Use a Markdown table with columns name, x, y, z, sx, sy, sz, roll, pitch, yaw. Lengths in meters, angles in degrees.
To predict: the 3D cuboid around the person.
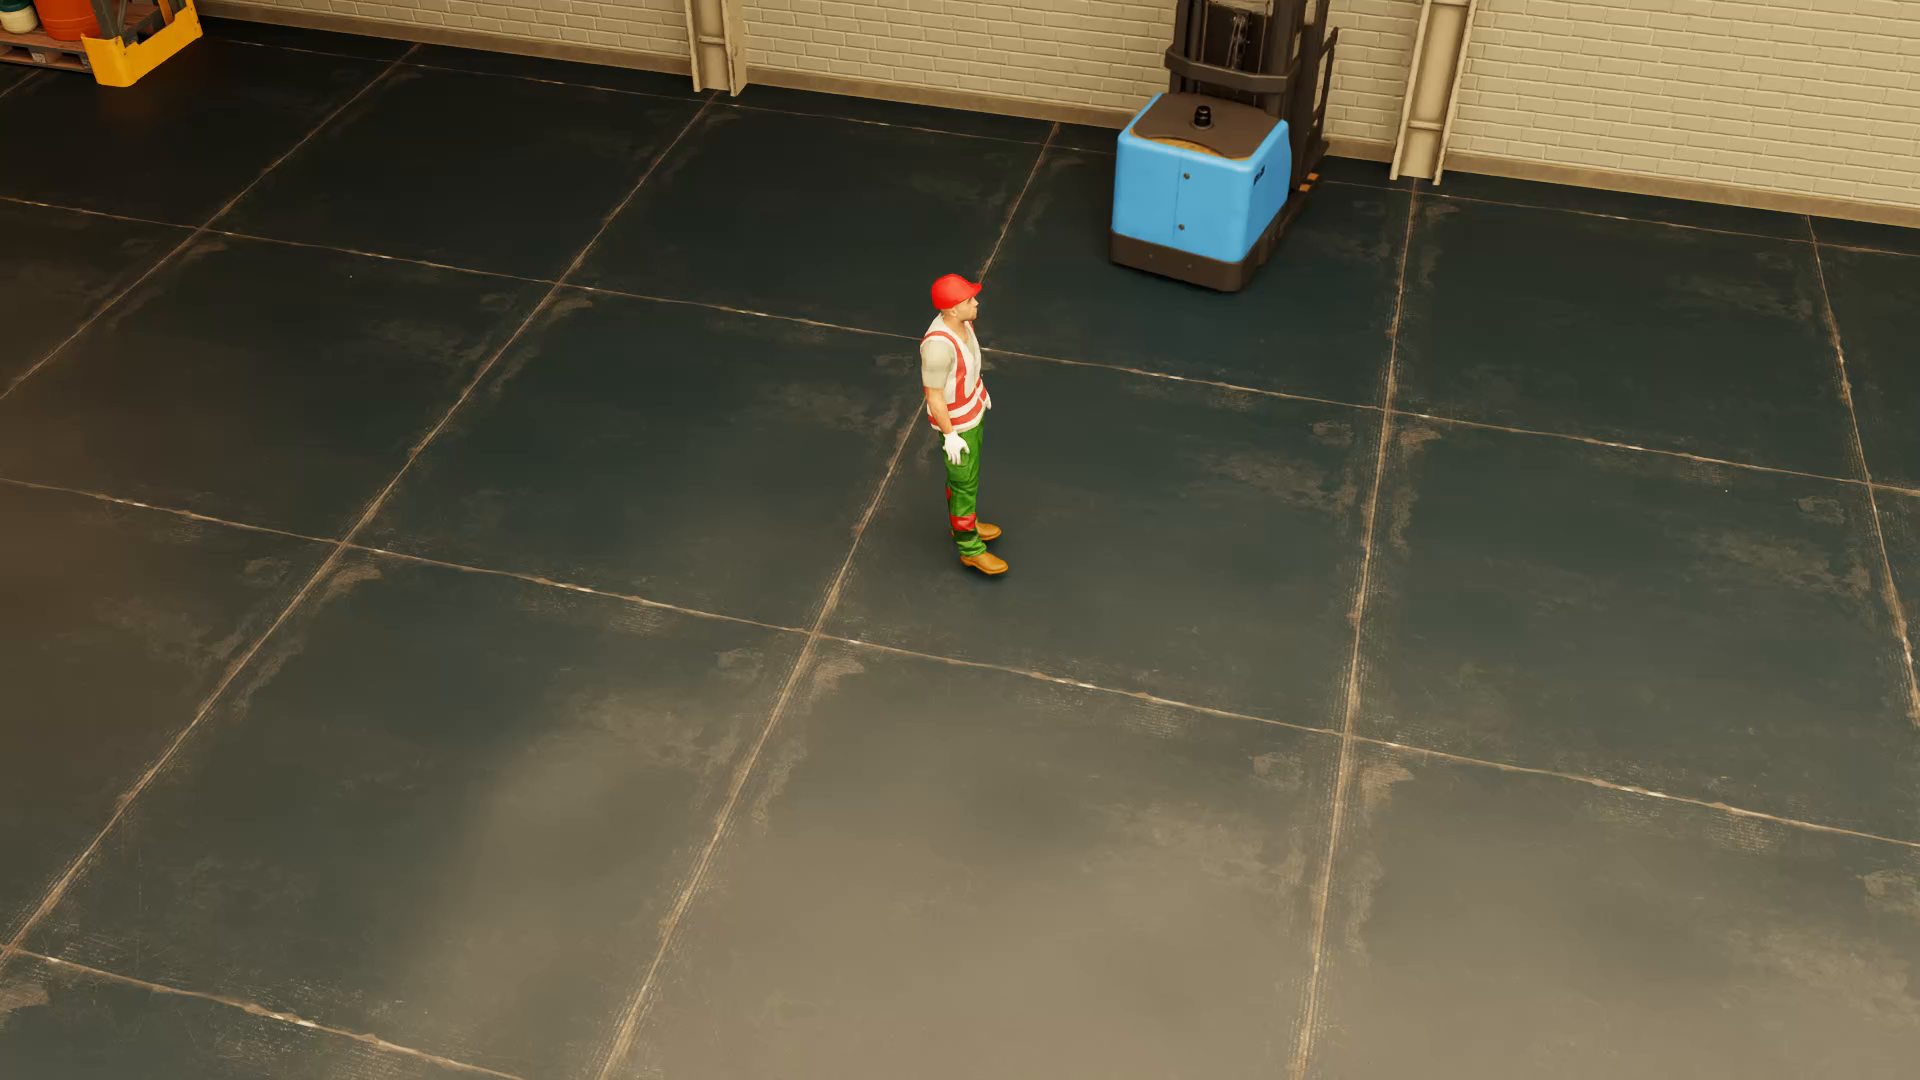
| name | x | y | z | sx | sy | sz | roll | pitch | yaw |
| --- | --- | --- | --- | --- | --- | --- | --- | --- | --- |
| person | 0.075 | -0.687 | 9.439 | 0.561 | 1.789 | 0.637 | 10 | 42 | 11 |

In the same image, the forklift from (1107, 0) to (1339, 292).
| name | x | y | z | sx | sy | sz | roll | pitch | yaw |
| --- | --- | --- | --- | --- | --- | --- | --- | --- | --- |
| forklift | 2.223 | -3.861 | 12.266 | 1.130 | 2.935 | 3.031 | 19 | 45 | 20 |
